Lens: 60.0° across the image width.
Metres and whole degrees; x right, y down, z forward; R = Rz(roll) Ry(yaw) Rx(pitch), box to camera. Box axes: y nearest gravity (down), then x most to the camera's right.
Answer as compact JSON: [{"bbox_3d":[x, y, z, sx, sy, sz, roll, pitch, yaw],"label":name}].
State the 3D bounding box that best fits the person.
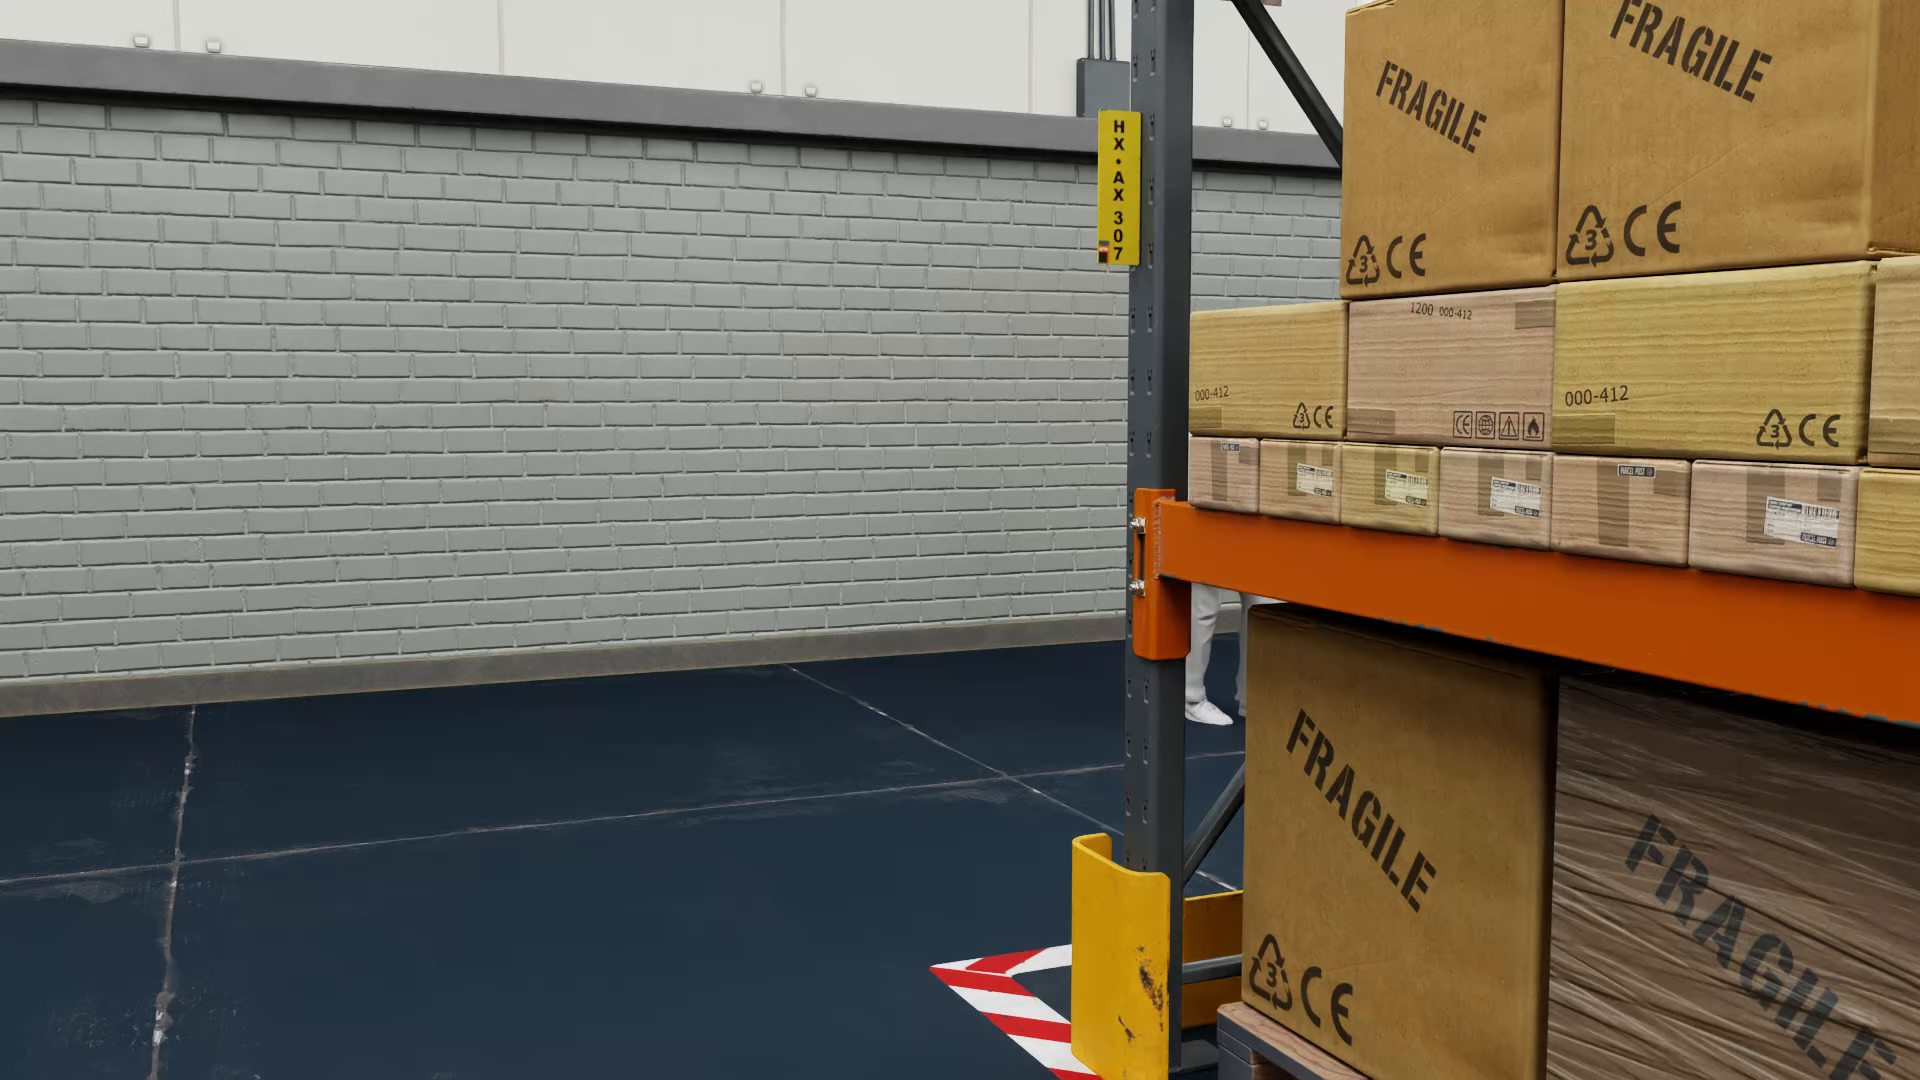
[{"bbox_3d":[1.277,-0.033,7.671,0.585,1.804,0.517,-2,6,-22],"label":"person"}]
